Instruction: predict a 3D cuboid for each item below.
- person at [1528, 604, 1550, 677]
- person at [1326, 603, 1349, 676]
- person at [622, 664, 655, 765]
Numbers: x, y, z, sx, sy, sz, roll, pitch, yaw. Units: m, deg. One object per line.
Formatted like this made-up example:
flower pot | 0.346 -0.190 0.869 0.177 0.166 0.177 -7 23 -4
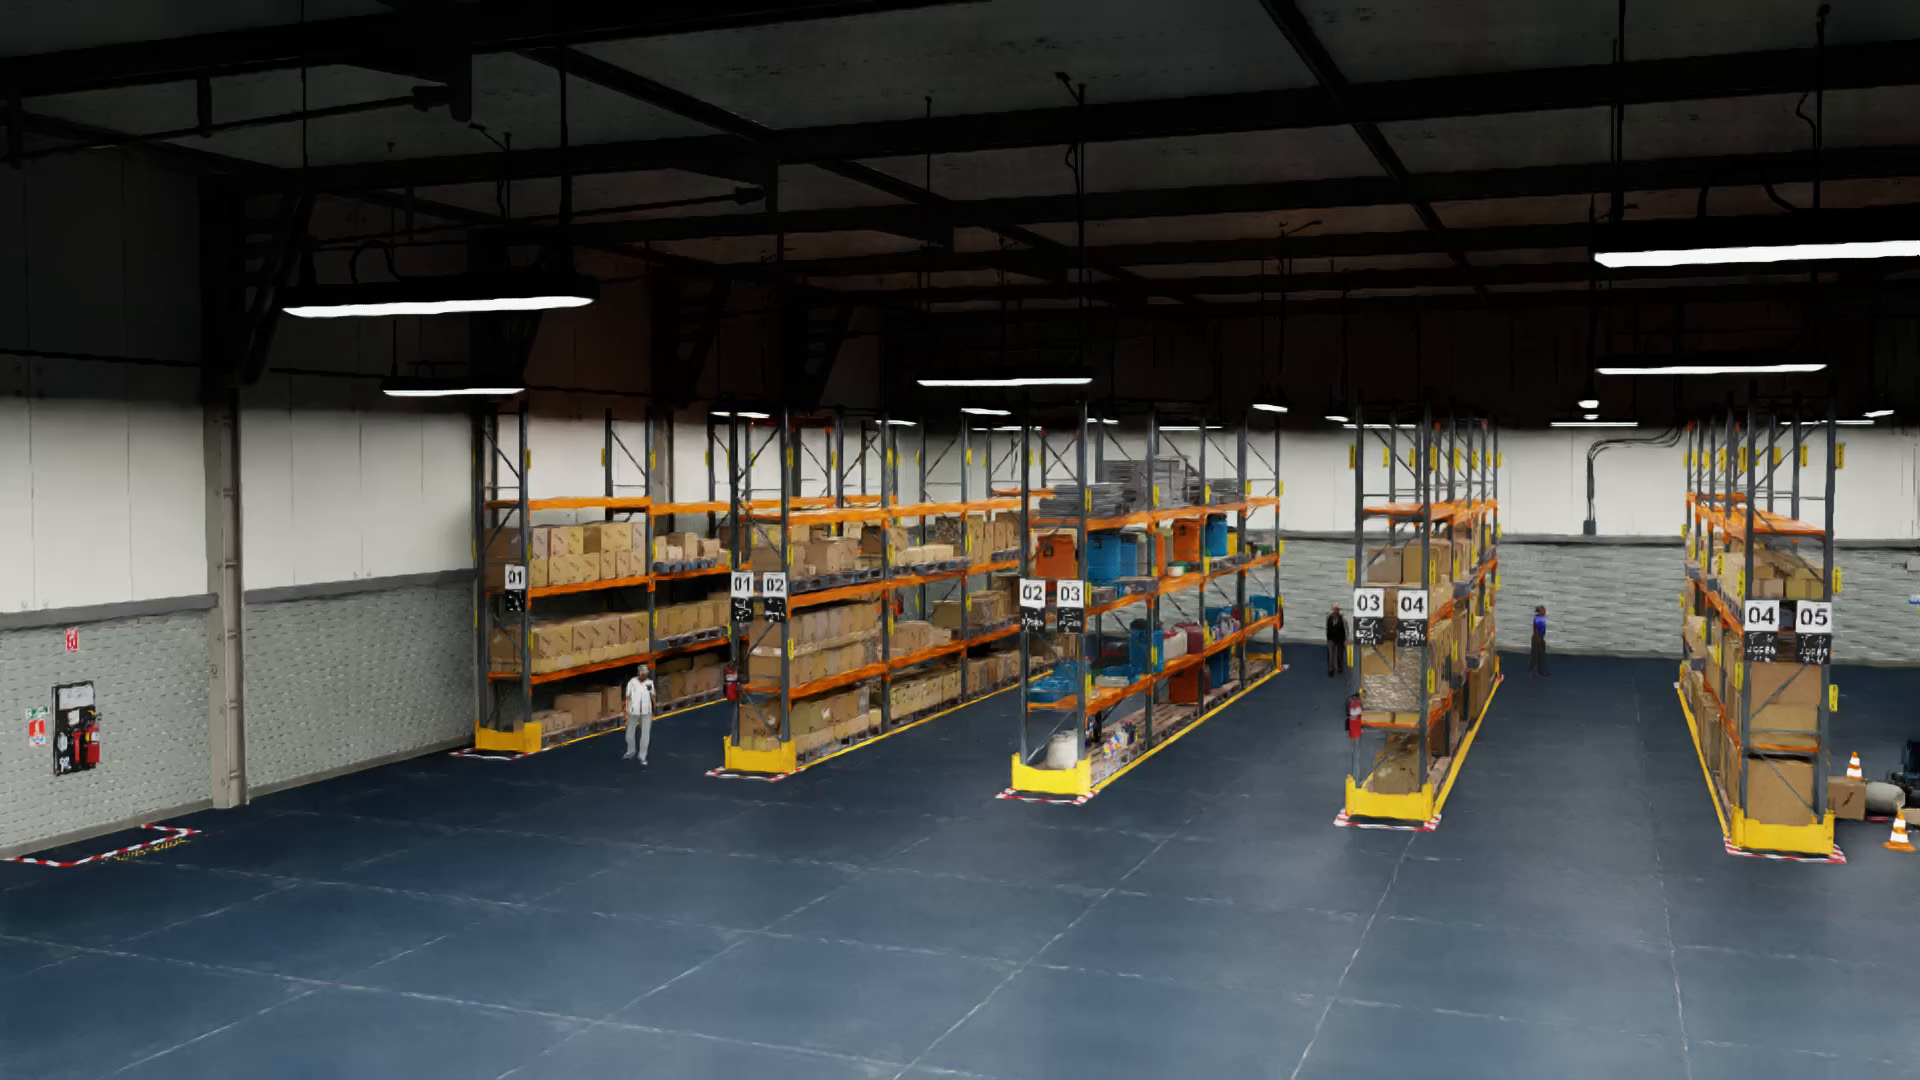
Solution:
person | 13.322 2.299 38.283 0.401 1.663 0.564 2 4 40
person | 8.729 2.295 38.488 0.553 1.673 1.031 1 3 20
person | -5.294 2.850 27.380 0.546 1.650 0.591 -1 3 -16
